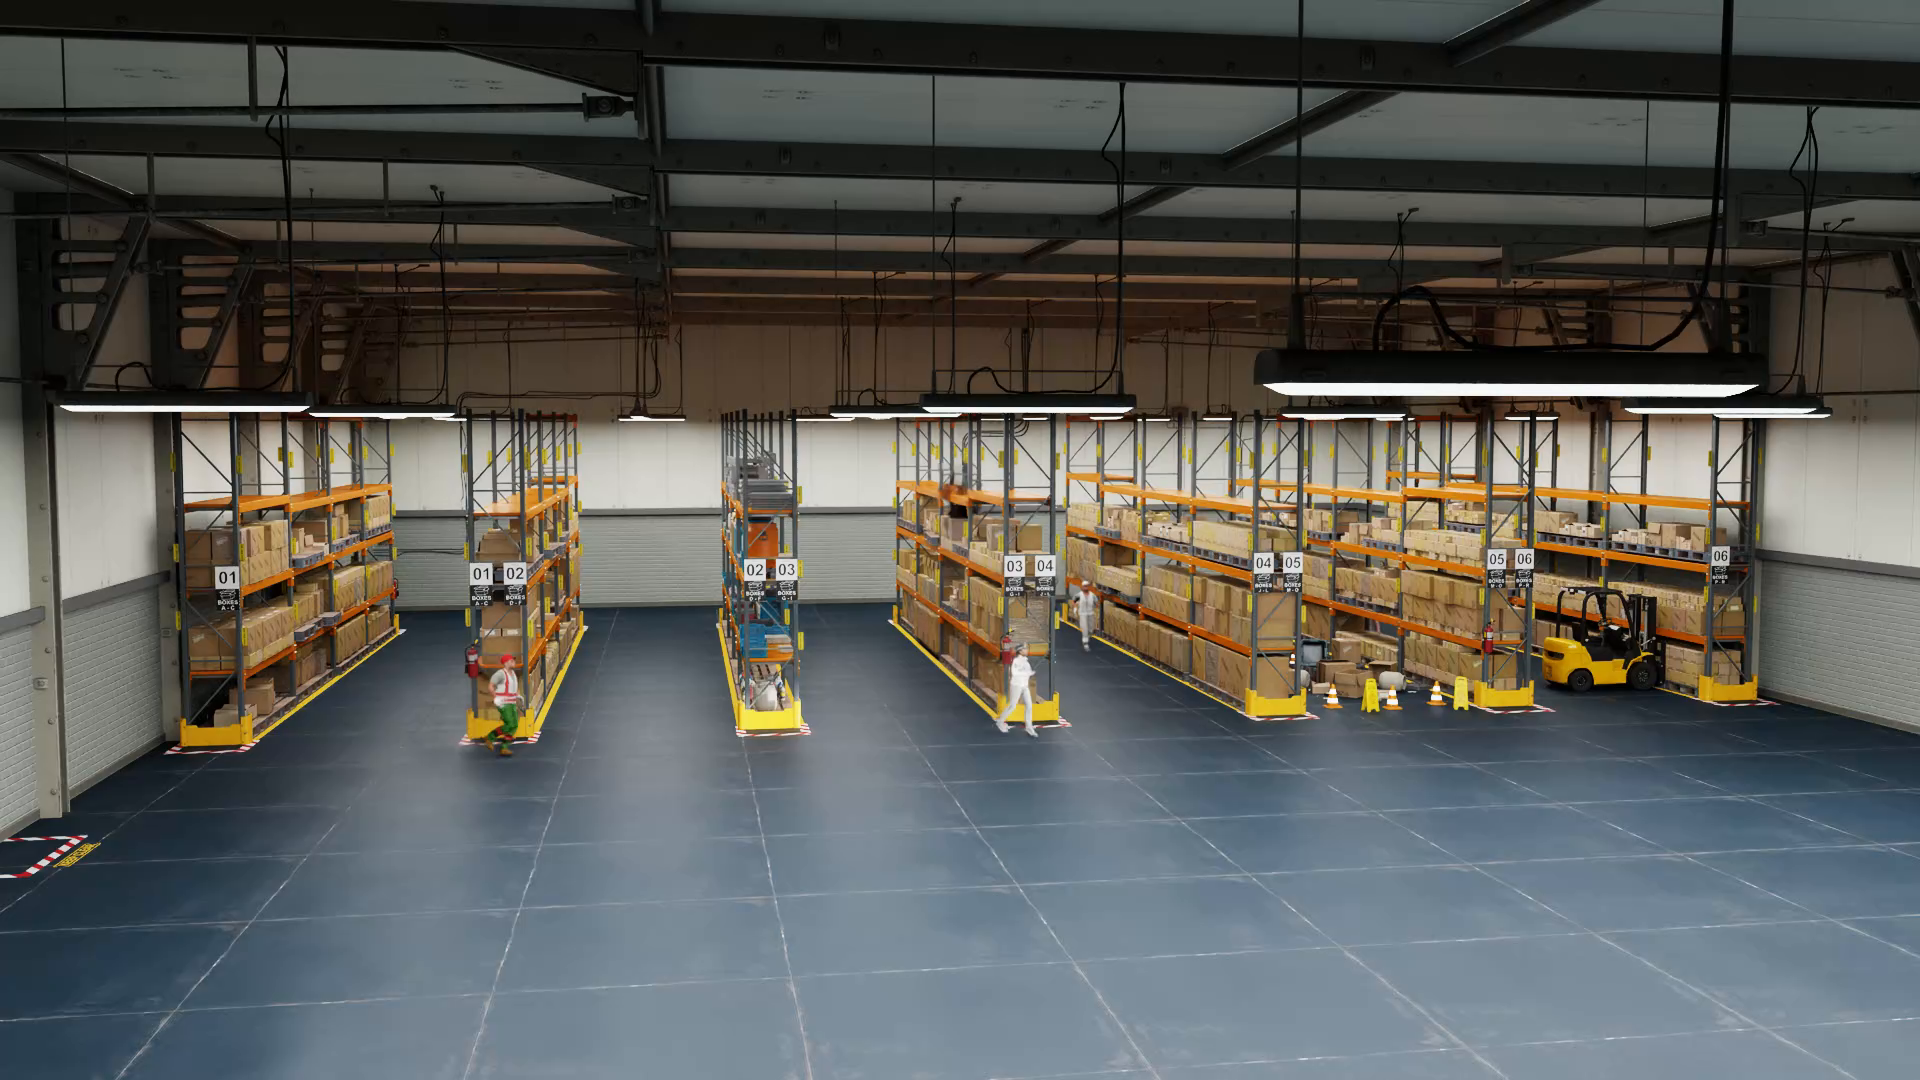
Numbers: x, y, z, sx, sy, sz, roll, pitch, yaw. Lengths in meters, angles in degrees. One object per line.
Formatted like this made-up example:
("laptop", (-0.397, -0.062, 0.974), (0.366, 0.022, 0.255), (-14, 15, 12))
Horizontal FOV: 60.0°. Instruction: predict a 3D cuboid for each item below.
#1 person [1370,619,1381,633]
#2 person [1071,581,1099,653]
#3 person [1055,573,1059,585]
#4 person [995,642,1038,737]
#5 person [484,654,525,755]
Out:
("person", (10.975, 1.779, 44.613), (0.582, 1.708, 0.902), (-1, 4, -8))
("person", (3.166, 1.911, 41.812), (0.667, 1.768, 0.963), (-1, 4, -12))
("person", (2.535, 1.451, 49.208), (0.568, 1.676, 0.728), (-2, 5, -31))
("person", (1.083, 2.734, 30.645), (0.828, 1.738, 0.615), (2, 5, 29))
("person", (-7.895, 2.846, 28.926), (0.566, 1.730, 0.708), (1, 4, 15))
